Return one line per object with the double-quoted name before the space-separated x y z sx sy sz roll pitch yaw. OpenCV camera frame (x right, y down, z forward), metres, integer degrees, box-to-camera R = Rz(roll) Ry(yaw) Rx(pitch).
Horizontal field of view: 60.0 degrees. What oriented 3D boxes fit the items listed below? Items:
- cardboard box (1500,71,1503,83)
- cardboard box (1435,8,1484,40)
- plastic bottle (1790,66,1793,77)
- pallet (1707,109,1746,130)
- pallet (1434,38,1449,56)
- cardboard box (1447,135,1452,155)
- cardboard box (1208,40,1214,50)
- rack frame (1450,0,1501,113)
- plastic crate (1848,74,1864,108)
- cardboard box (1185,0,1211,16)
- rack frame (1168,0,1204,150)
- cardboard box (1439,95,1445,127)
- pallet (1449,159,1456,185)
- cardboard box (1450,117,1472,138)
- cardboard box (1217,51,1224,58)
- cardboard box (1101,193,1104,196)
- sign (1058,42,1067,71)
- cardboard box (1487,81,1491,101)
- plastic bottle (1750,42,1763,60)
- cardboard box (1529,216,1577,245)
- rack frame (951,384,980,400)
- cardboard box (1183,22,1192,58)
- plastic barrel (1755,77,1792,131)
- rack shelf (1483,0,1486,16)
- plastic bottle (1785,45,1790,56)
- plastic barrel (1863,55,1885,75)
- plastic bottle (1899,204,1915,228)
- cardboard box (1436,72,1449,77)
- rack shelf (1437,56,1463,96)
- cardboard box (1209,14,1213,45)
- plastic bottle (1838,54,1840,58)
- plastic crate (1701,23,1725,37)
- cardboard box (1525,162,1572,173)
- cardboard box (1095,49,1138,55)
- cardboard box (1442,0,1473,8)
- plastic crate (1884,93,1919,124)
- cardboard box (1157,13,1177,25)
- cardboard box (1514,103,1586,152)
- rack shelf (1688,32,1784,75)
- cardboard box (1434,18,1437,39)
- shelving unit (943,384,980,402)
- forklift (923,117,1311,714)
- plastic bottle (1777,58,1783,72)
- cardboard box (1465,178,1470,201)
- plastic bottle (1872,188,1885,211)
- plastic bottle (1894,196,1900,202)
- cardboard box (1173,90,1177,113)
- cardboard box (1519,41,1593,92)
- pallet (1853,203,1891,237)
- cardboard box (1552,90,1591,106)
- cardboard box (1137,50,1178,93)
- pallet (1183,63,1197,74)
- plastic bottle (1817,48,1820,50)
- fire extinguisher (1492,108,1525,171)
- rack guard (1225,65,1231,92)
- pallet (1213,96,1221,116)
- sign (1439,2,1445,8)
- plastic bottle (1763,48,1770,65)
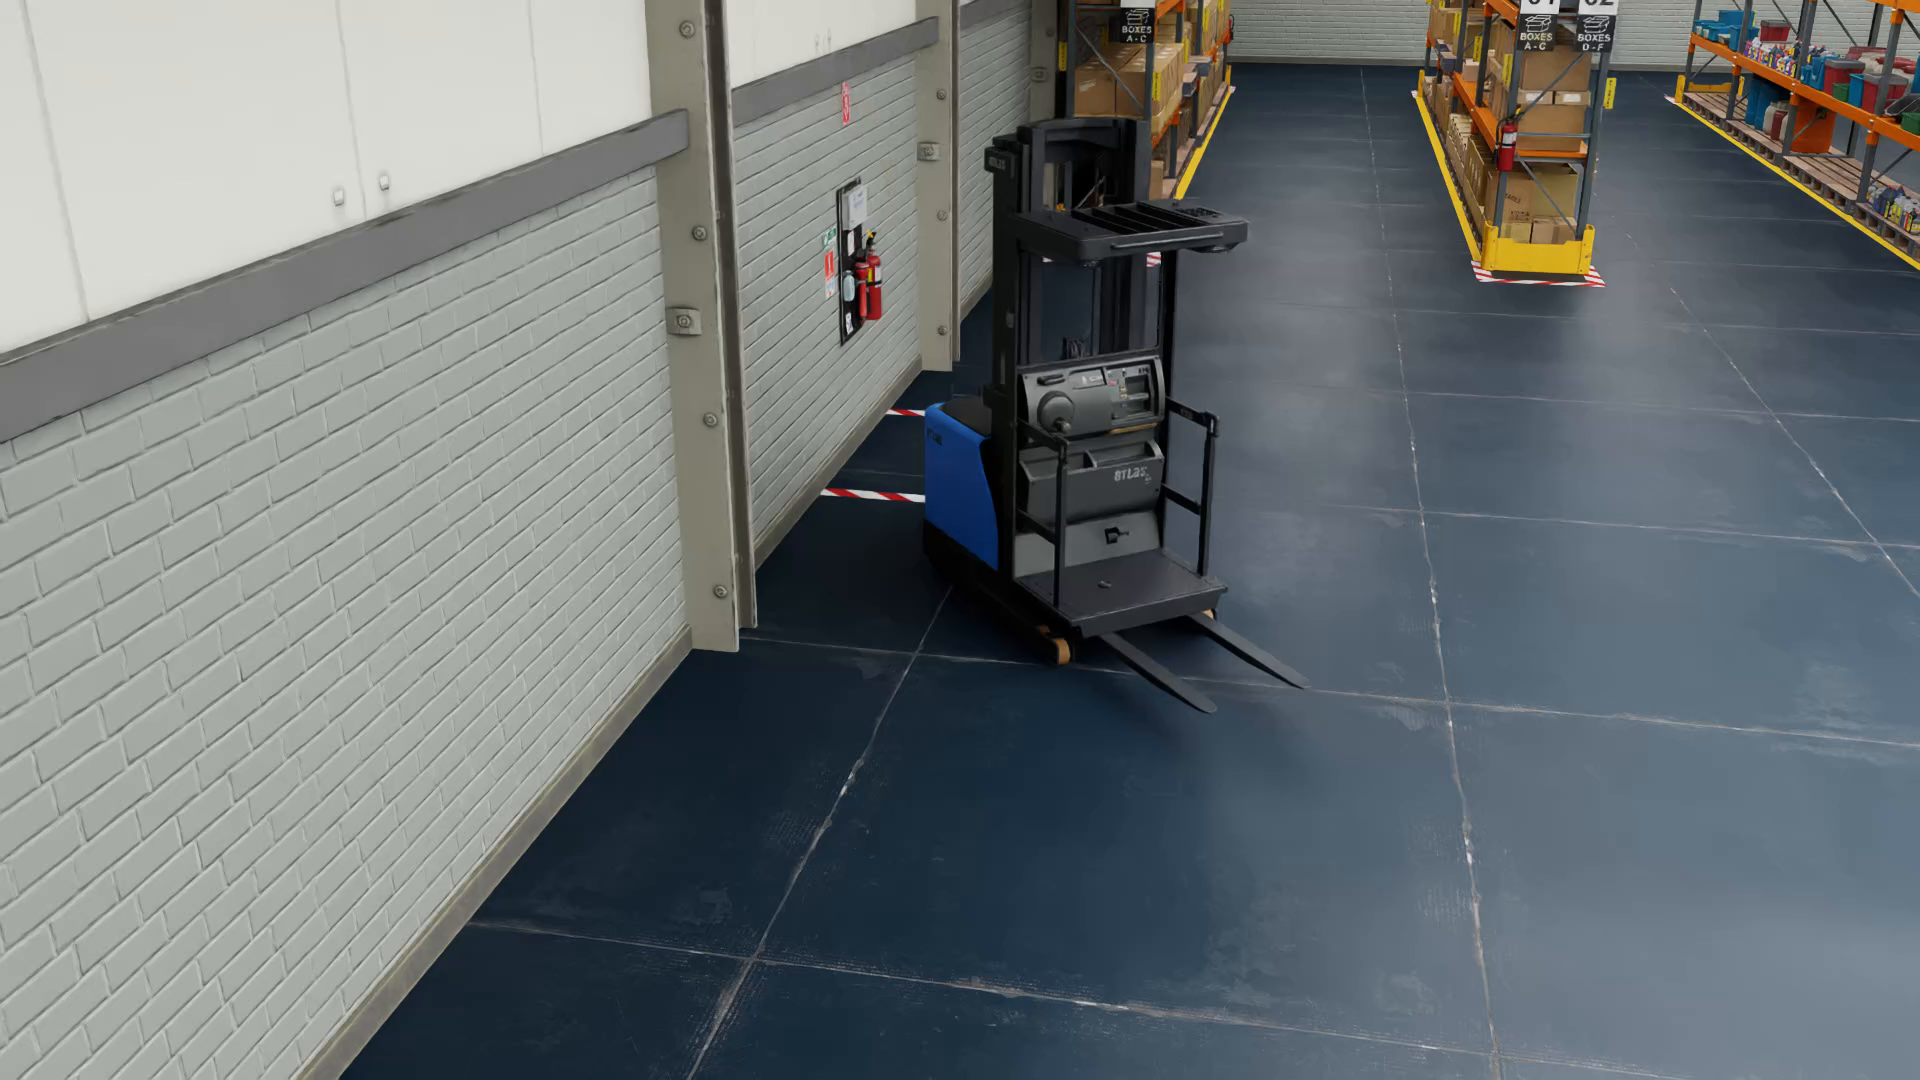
"cardboard box" 6.846 -5.669 20.411 0.380 0.149 0.250 4 22 10
"cardboard box" 8.719 -8.982 28.946 0.700 0.500 0.500 -3 22 -7
"plastic bottle" 12.774 -7.185 25.444 0.097 0.201 0.097 0 22 0
"pallet" 13.996 -7.497 29.686 1.003 0.211 1.213 4 22 11
"pallet" 8.765 -8.524 28.761 1.003 0.211 1.213 4 22 11
"cardboard box" 7.723 -6.001 25.357 0.500 0.250 0.500 4 22 9
"cardboard box" 4.271 -8.735 29.336 0.380 0.149 0.250 4 22 11
"rack frame" 8.219 -7.435 25.798 1.000 3.000 0.127 4 22 11
"plastic crate" 12.172 -6.012 22.289 0.392 0.384 0.575 4 22 11
"cardboard box" 3.921 -8.878 27.821 0.500 0.250 0.500 5 22 11
"rack frame" 3.369 -7.811 26.732 1.000 3.000 0.127 4 22 11
"cardboard box" 8.387 -7.221 28.024 0.500 0.500 0.500 4 22 9
"pallet" 7.762 -5.398 24.474 1.003 0.211 1.213 4 22 11
"cardboard box" 7.726 -6.252 25.230 0.500 0.311 0.500 4 22 10
"cardboard box" 5.108 -9.748 33.459 0.380 0.149 0.250 4 22 10
"cardboard box" 2.082 -4.297 21.017 0.500 0.311 0.500 6 23 15
"sign" 1.197 -5.618 19.316 0.100 0.325 0.005 4 22 11
"cardboard box" 7.460 -6.085 22.649 0.500 0.250 0.500 6 23 14
"plastic bottle" 13.341 -8.187 27.832 0.152 0.276 0.135 4 22 11
"cardboard box" 6.914 -3.607 19.414 0.500 0.250 0.500 4 22 11
"rack frame" 0.036 -0.551 11.317 0.200 1.050 0.008 4 22 11
"cardboard box" 3.283 -7.889 26.203 0.700 0.500 0.500 2 22 5
"plastic barrel" 13.611 -7.283 27.669 0.600 0.901 0.708 4 22 11
"rack shelf" 7.811 -7.761 23.556 1.077 0.370 4.000 4 22 11
"plastic bottle" 13.994 -8.260 28.114 0.097 0.201 0.097 0 22 0
"plastic barrel" 12.980 -6.561 23.479 0.421 0.512 0.421 0 22 0
"plastic bottle" 11.487 -3.916 20.120 0.152 0.276 0.135 4 22 9
"cardboard box" 9.413 -8.631 31.522 0.797 0.503 0.637 4 22 11
"rack shelf" 8.627 -7.832 27.749 1.077 0.370 4.000 4 22 11
"cardboard box" 4.035 -8.726 28.446 0.500 0.500 0.500 5 22 12
"plastic bottle" 13.685 -7.434 25.954 0.061 0.283 0.133 4 22 11
"plastic crate" 14.193 -9.626 31.382 0.416 0.233 0.300 4 22 11
"cardboard box" 7.103 -4.322 20.184 0.500 0.500 0.500 4 22 11
"cardboard box" 2.036 -6.109 21.677 0.500 0.500 0.500 5 22 12
"cardboard box" 8.885 -9.612 29.733 0.500 0.500 0.500 5 22 11
"plastic crate" 12.020 -5.382 20.785 0.767 0.338 0.504 4 22 11
"cardboard box" 3.276 -8.115 25.897 0.380 0.149 0.250 1 22 2
"cardboard box" 6.694 -4.725 18.936 0.700 0.500 0.500 4 22 11
"rack shelf" 14.292 -8.916 30.440 1.077 0.370 4.000 4 22 11
"cardboard box" 9.092 -9.523 30.850 0.500 0.500 0.500 5 22 12
"shelving unit" 0.011 -0.507 11.206 0.215 1.050 0.252 4 22 11
"forklift" 0.879 -0.824 9.475 1.130 2.935 3.031 -11 24 -25
"plastic bottle" 12.940 -7.483 26.184 0.097 0.201 0.097 0 22 0
"cardboard box" 6.904 -4.562 21.784 0.500 0.250 0.500 4 22 11
"plastic bottle" 11.718 -4.330 21.146 0.152 0.276 0.135 5 23 13
"plastic bottle" 11.648 -4.142 20.686 0.097 0.271 0.097 0 22 0
"cardboard box" 2.555 -5.725 21.726 0.500 0.250 0.500 4 22 11
"cardboard box" 6.705 -5.346 18.742 0.700 0.500 0.500 5 22 11
"pallet" 12.073 -4.057 21.144 1.003 0.211 1.213 4 22 11
"cardboard box" 6.877 -4.983 18.709 0.380 0.149 0.250 4 22 11
"cardboard box" 2.549 -6.073 21.587 0.500 0.500 0.500 4 22 9
"pallet" 3.005 -6.995 24.963 1.003 0.211 1.213 4 22 11
"plastic bottle" 13.867 -7.840 26.971 0.152 0.276 0.135 4 22 11
"fire extinguisher" 6.108 -4.465 18.529 0.296 0.674 0.183 4 22 11
"rack guard" 5.006 -9.586 34.486 1.175 0.500 0.348 4 22 11
"pallet" 4.417 -8.252 31.561 1.003 0.211 1.213 4 22 11
"sign" 8.502 -9.338 29.365 0.100 0.325 0.005 4 22 11
"plastic bottle" 13.129 -7.855 27.014 0.097 0.271 0.097 0 22 0
